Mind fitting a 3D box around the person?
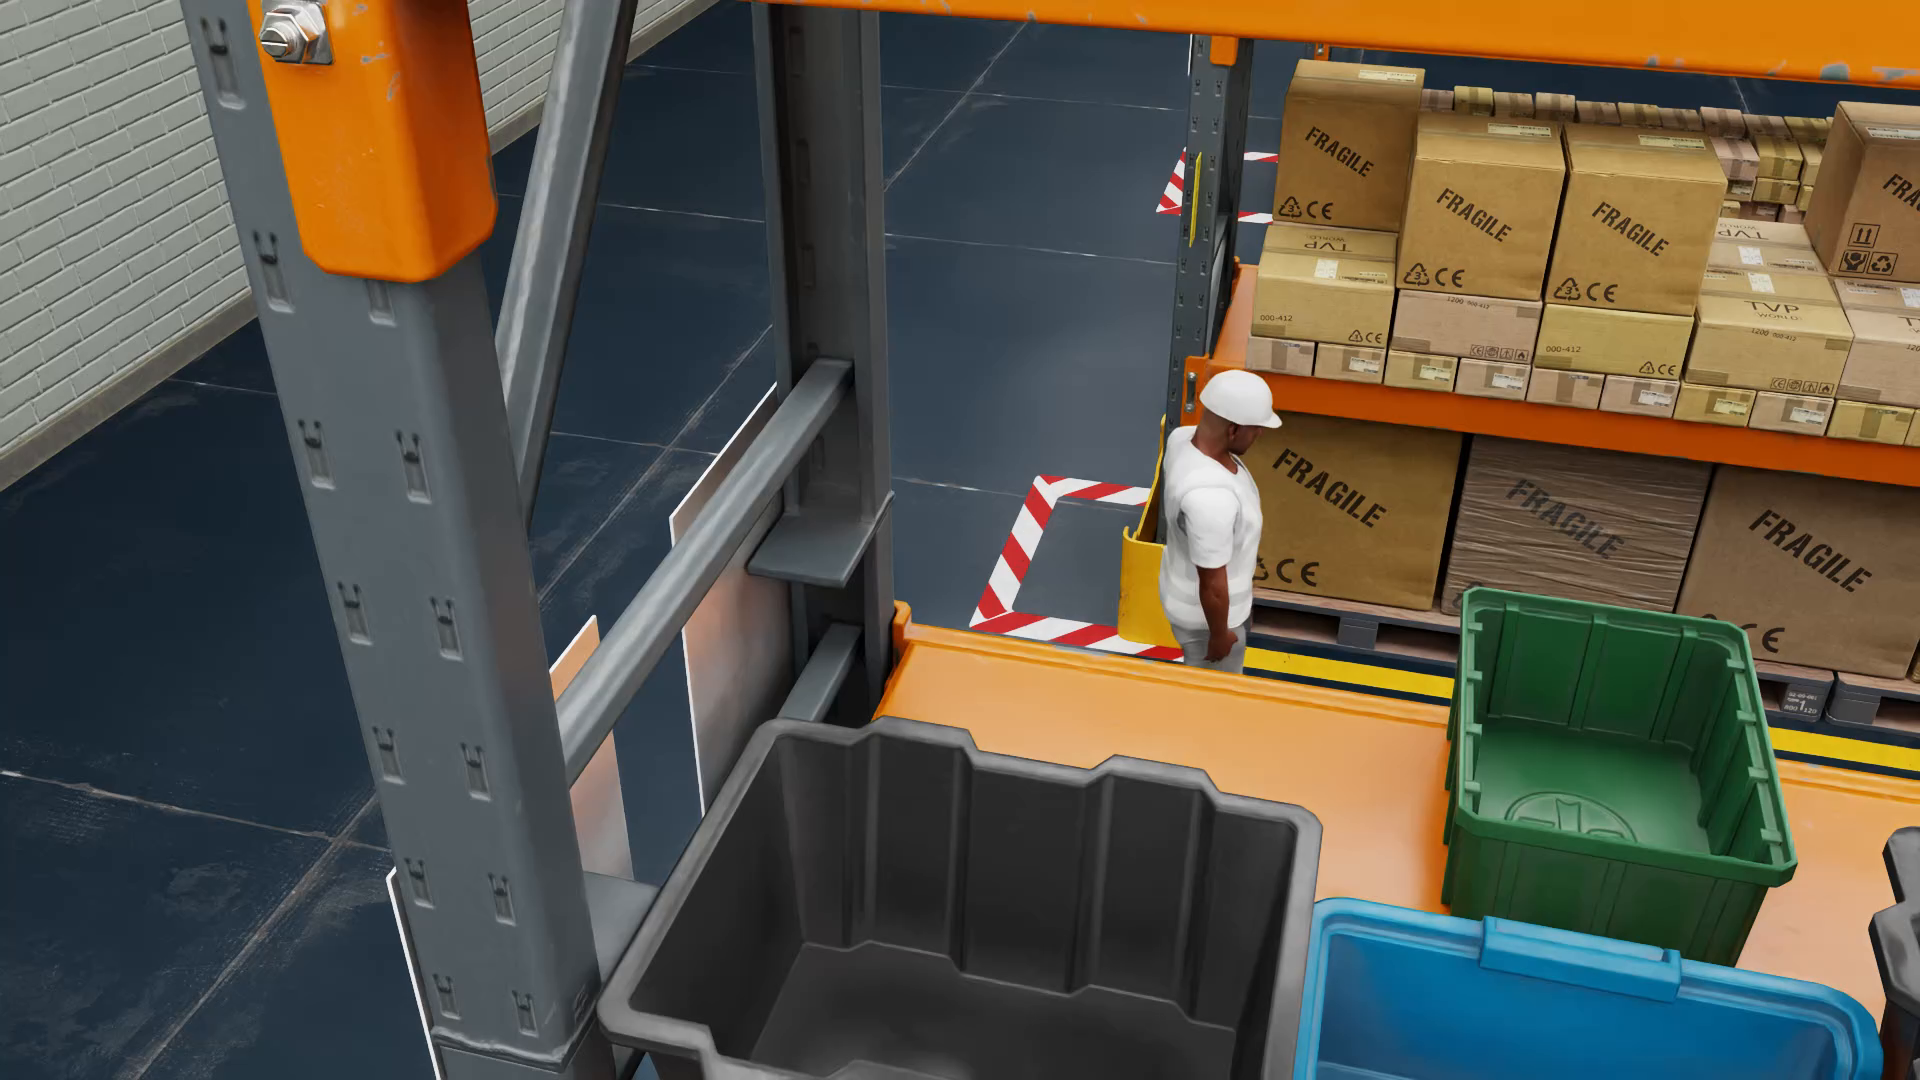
[{"bbox_3d":[0.866,0.201,5.810,0.373,1.757,0.569,1,33,1],"label":"person"}]
